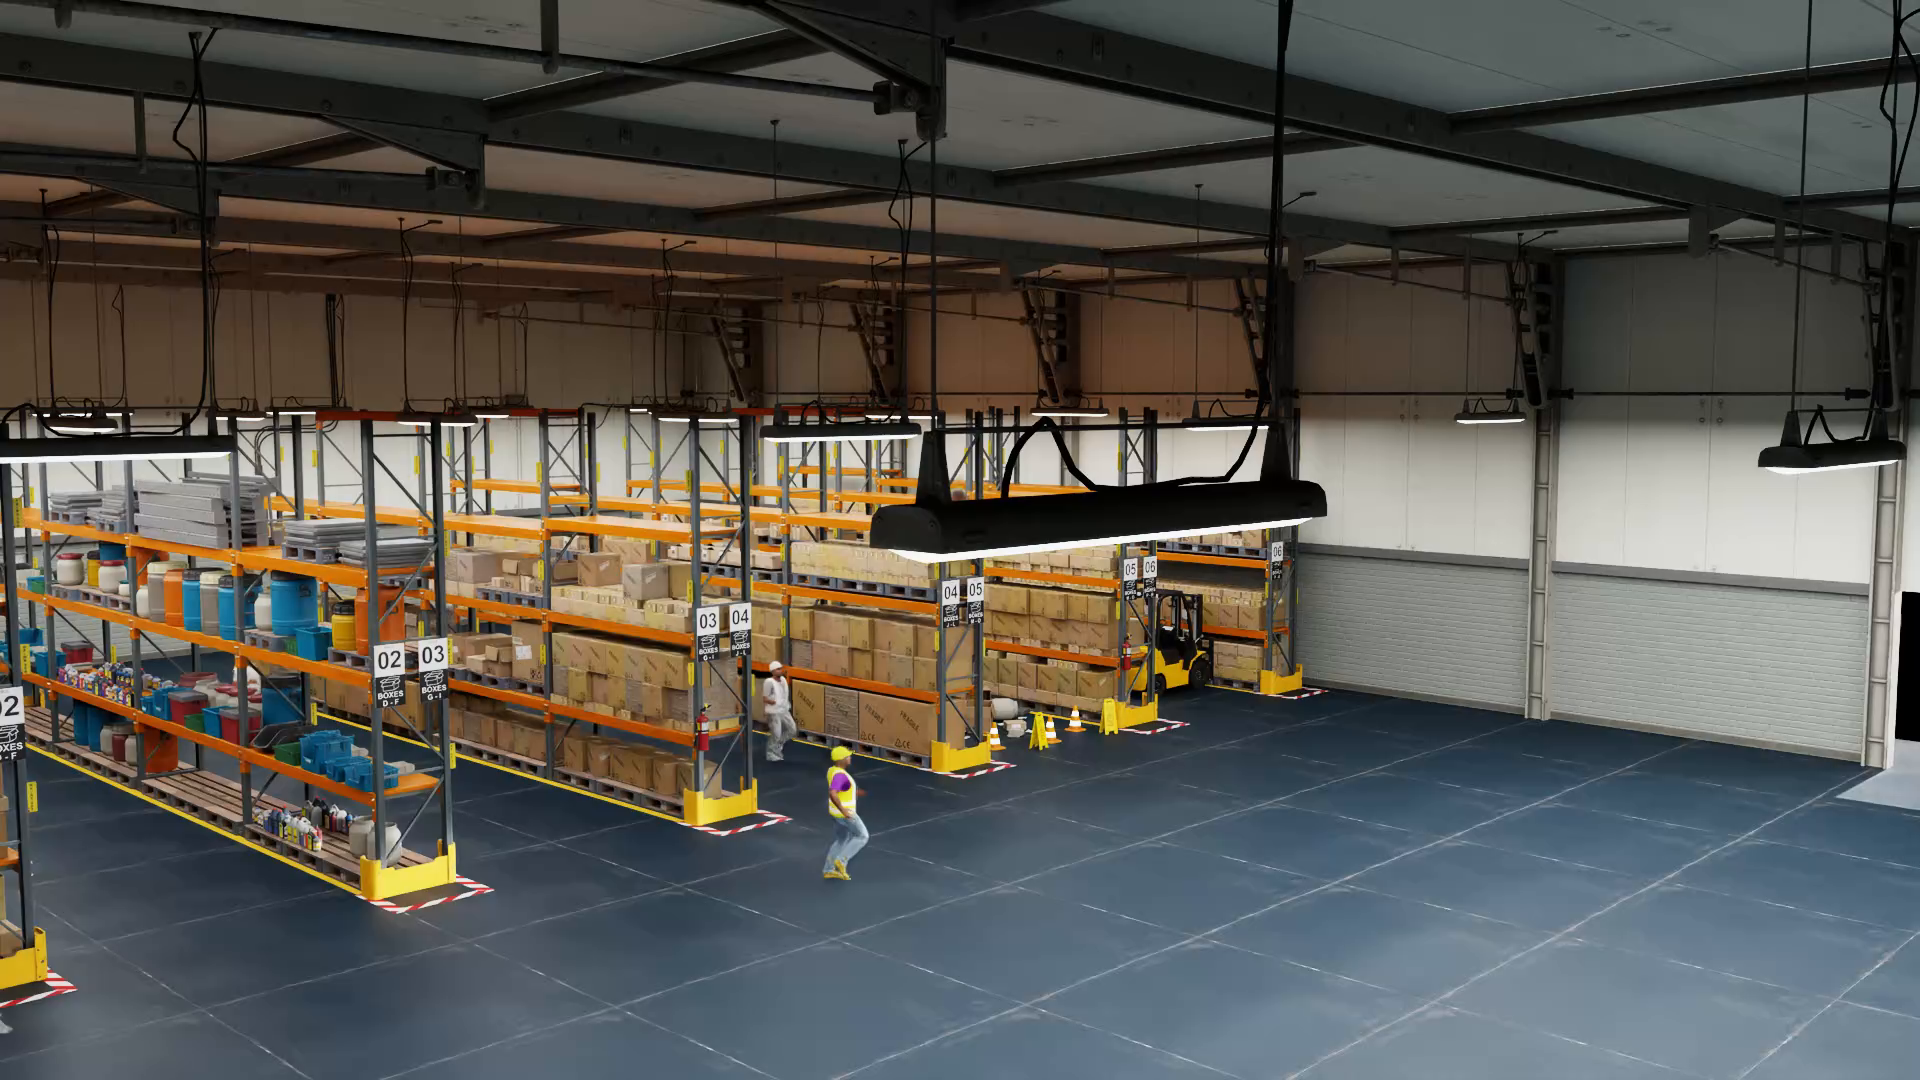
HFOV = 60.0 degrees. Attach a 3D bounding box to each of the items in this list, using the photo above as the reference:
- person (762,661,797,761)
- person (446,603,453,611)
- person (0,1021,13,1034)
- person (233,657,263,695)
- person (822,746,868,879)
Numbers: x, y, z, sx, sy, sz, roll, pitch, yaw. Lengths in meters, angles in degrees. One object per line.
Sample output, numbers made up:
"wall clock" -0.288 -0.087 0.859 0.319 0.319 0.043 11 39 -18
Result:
"person" -3.077 2.930 28.401 0.615 1.735 0.637 3 6 35
"person" -12.457 1.970 40.229 0.628 1.583 0.625 -2 5 -20
"person" -9.846 3.990 16.492 0.867 1.798 0.757 0 5 -4
"person" -12.820 2.829 29.977 0.876 1.688 0.598 3 6 34
"person" -1.478 3.535 21.607 0.646 1.725 0.687 -2 5 -22
